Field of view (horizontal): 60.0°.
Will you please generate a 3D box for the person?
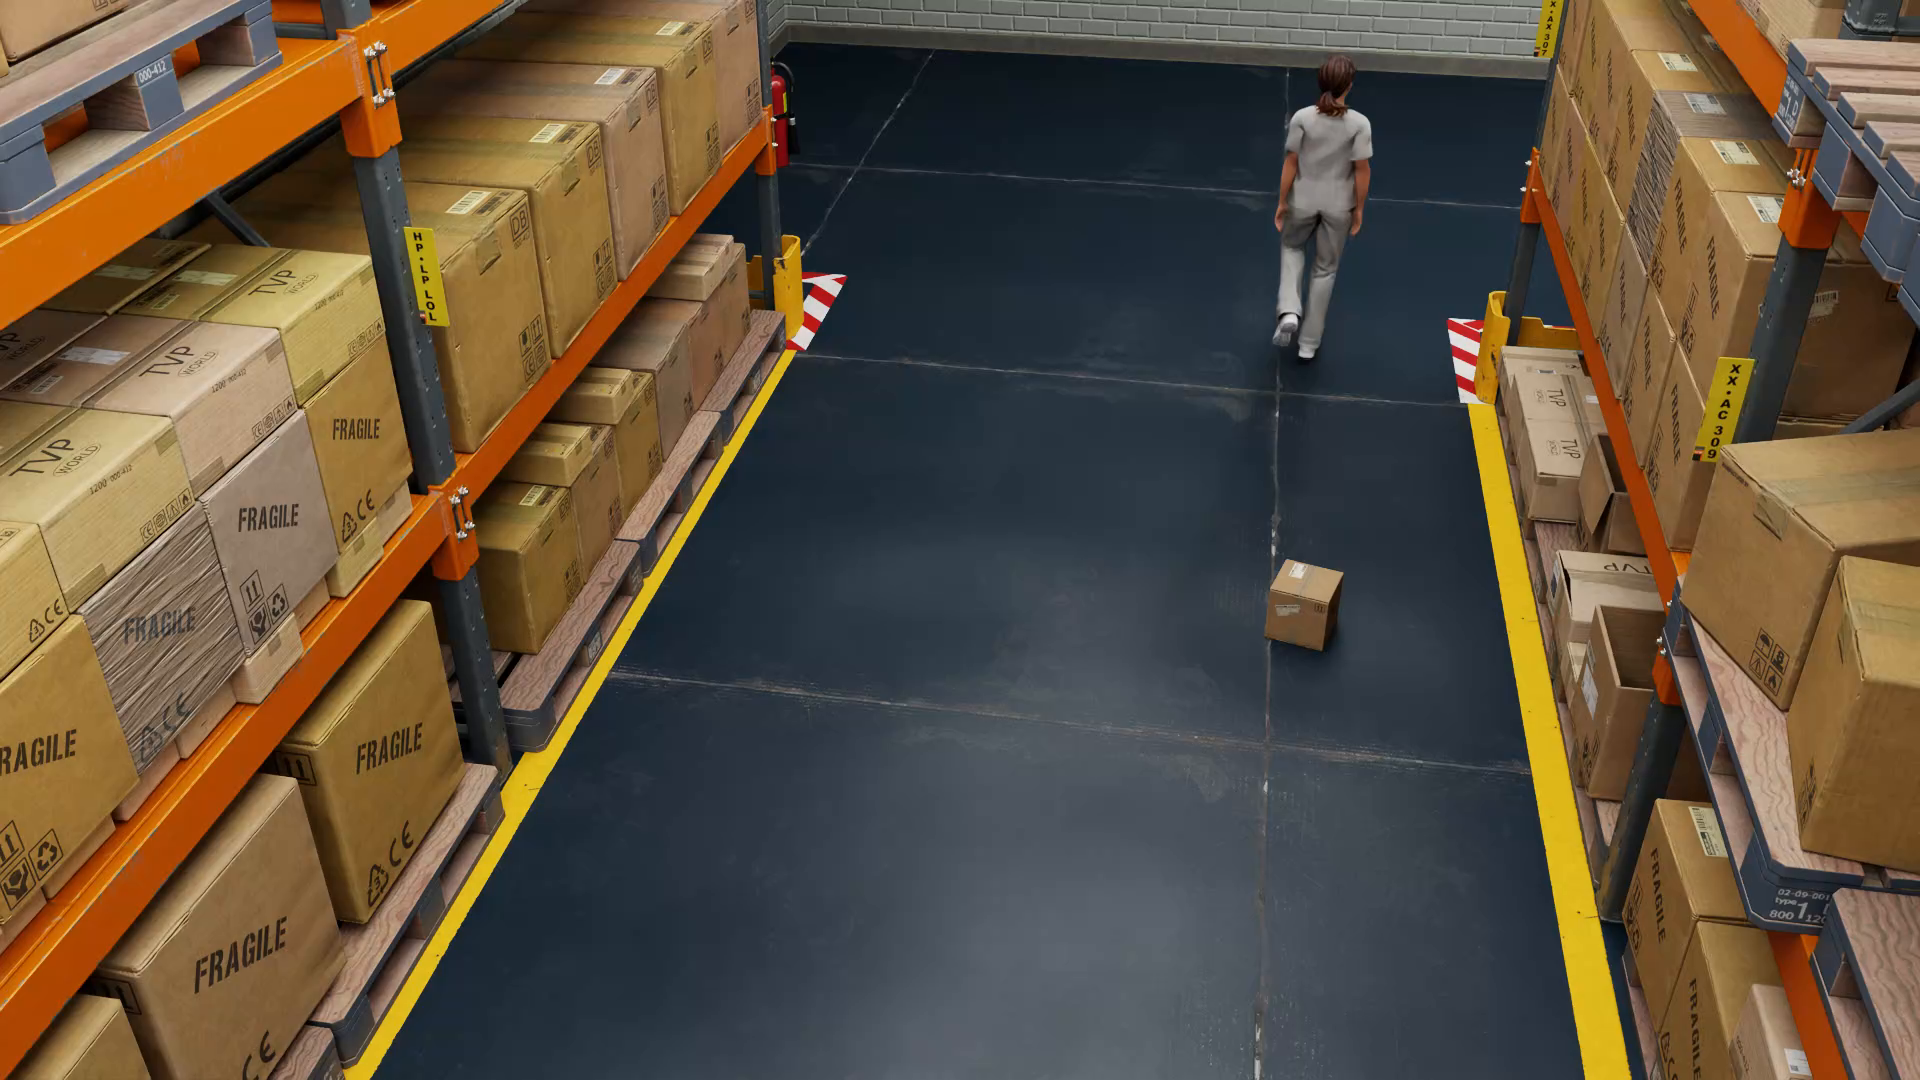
[{"bbox_3d":[1.935,-1.777,8.895,0.466,1.643,0.457,10,34,15],"label":"person"}]
